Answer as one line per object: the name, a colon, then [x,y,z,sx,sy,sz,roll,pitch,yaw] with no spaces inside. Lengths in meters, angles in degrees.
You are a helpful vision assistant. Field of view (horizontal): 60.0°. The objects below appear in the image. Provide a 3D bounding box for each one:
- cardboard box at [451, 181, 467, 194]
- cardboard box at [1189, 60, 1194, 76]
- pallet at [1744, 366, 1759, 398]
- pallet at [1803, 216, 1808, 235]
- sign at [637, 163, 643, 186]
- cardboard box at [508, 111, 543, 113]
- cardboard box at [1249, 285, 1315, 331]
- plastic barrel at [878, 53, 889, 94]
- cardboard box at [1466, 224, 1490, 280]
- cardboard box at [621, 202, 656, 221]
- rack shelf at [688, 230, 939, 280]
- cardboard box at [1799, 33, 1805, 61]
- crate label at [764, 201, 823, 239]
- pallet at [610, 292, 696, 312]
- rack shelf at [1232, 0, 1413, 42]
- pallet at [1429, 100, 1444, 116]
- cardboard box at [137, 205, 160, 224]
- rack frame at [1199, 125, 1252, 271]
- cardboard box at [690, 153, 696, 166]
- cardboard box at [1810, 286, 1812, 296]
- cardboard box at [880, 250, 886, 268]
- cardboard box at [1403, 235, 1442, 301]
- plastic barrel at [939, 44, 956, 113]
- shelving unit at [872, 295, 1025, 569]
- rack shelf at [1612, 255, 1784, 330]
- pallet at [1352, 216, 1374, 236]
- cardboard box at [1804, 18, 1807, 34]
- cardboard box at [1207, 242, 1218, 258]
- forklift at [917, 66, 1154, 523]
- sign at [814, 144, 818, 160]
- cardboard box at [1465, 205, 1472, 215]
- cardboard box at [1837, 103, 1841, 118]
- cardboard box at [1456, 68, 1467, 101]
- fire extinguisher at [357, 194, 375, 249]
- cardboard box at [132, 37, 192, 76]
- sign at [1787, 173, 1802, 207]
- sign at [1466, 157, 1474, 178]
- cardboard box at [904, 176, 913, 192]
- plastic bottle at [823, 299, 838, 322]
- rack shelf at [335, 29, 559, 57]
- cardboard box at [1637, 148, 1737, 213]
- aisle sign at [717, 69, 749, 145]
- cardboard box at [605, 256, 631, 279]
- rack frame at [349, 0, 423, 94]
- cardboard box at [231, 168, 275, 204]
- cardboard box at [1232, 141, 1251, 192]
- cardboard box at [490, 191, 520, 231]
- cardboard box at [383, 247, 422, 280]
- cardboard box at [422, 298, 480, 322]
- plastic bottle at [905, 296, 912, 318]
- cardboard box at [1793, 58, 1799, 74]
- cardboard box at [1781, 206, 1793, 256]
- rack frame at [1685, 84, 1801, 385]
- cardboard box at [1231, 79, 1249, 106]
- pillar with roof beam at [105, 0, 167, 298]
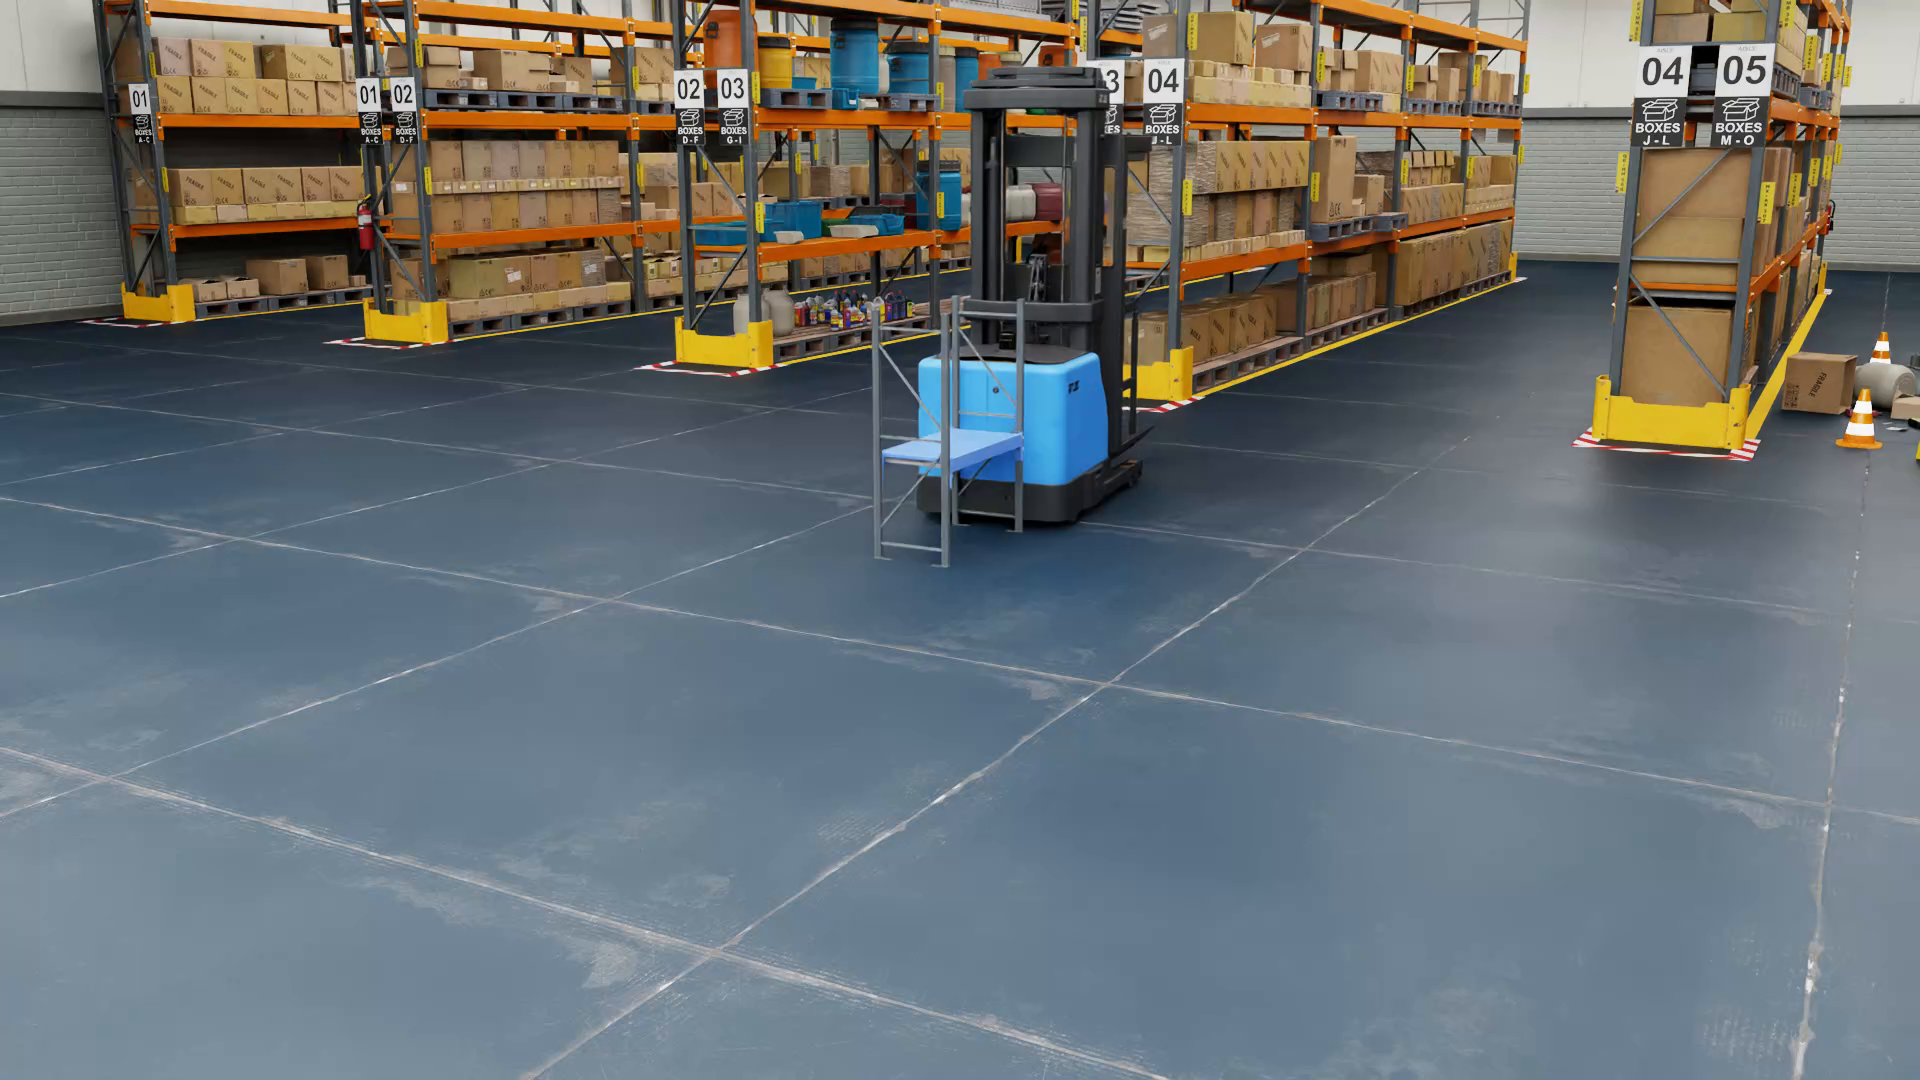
cardboard box: [-6.495,-4.480,21.120,0.380,0.149,0.250,7,15,27]
cardboard box: [2.007,-4.492,15.835,0.380,0.149,0.250,7,15,28]
pallet: [7.462,-1.618,16.793,1.003,0.211,1.213,7,15,28]
pallet: [10.083,-4.006,21.160,1.213,0.211,1.003,7,15,28]
sign: [-4.578,-5.223,23.782,0.100,0.325,0.005,7,15,28]
cardboard box: [-7.581,-7.454,28.799,0.500,0.311,0.500,7,15,28]
cardboard box: [3.921,-2.825,20.248,0.700,0.500,0.500,6,15,24]
plastic barrel: [-1.111,-5.915,21.134,0.421,0.512,0.421,0,14,0]
cardboard box: [8.297,-4.827,27.792,0.875,0.875,0.875,7,15,28]
cardboard box: [-4.865,-4.859,24.610,0.500,0.250,0.500,9,16,32]
rack shelf: [-1.698,-3.504,20.204,1.077,0.370,4.000,7,15,28]
cardboard box: [7.885,-4.773,16.108,0.500,0.250,0.500,7,15,27]
crate label: [-2.011,-3.869,20.107,0.502,0.435,0.616,7,15,28]
pallet: [-4.743,-3.626,25.125,1.003,0.211,1.213,7,15,28]
rack shelf: [4.572,-6.486,20.624,1.077,0.370,4.000,7,15,28]
pallet: [6.342,-6.258,24.095,1.003,0.211,1.213,8,16,31]
cardboard box: [-11.281,-4.621,23.578,0.500,0.250,0.500,8,16,29]
rack frame: [5.070,-6.726,32.034,1.000,3.000,0.127,7,15,28]
cardboard box: [-5.538,-7.471,32.631,0.500,0.250,0.500,8,16,29]
cardboard box: [12.351,-3.673,24.555,0.380,0.149,0.250,8,16,30]
cardboard box: [-1.674,-5.129,29.804,0.500,0.500,0.500,8,16,29]
cardboard box: [6.328,-4.016,24.430,1.225,0.875,0.875,7,15,28]
plastic barrel: [-0.359,-6.229,22.503,0.600,0.901,0.600,0,14,0]
shelving unit: [-0.055,-0.694,10.214,0.538,1.500,1.048,7,15,26]
rack shelf: [6.931,-2.360,15.459,1.077,0.370,4.000,7,15,28]
pallet: [4.618,-4.020,21.217,1.003,0.211,1.213,7,15,28]
cardboard box: [8.000,-4.986,16.139,0.380,0.149,0.250,7,15,28]
cardboard box: [2.392,-2.944,16.882,0.380,0.149,0.250,7,15,28]
forklift: [0.713,-1.839,11.908,1.130,2.935,3.031,5,14,20]
sign: [-3.134,-8.462,36.259,0.100,0.325,0.005,7,15,28]
cardboard box: [7.907,-5.245,26.427,0.380,0.149,0.250,7,15,28]
cardboard box: [13.711,-6.844,26.444,0.500,0.250,0.500,7,15,27]
cardboard box: [7.798,-7.271,26.572,0.700,0.500,0.500,6,15,25]
fire extinguisher: [-7.462,-3.996,20.875,0.296,0.674,0.183,7,15,28]
cardboard box: [-10.938,-6.620,22.804,0.500,0.500,0.500,6,15,24]
sign: [8.385,-3.517,16.707,0.100,0.325,0.005,7,15,28]
sign: [7.952,-5.809,25.929,0.100,0.325,0.005,7,15,28]
cardboard box: [-0.713,-6.590,31.255,0.500,0.500,0.500,8,16,30]
plastic bottle: [-1.639,-2.898,21.027,0.152,0.276,0.135,7,15,28]
rack shelf: [-8.436,-8.169,27.608,1.077,0.370,4.000,7,15,28]
cardboard box: [6.363,-3.093,14.338,0.875,0.550,0.550,7,15,28]
aisle sign: [-2.443,-4.660,17.914,0.394,0.787,0.004,7,15,28]
cardboard box: [-5.120,-4.082,24.839,0.500,0.311,0.500,7,15,28]
rack frame: [-6.999,-6.922,20.046,1.000,3.000,0.127,7,15,28]
cardboard box: [-10.340,-5.137,24.119,0.500,0.500,0.500,7,15,26]
cardboard box: [2.664,-3.848,17.115,0.500,0.500,0.500,7,15,28]
cardboard box: [-6.267,-4.358,21.997,0.700,0.500,0.500,7,15,28]
cardboard box: [-9.062,-4.538,27.353,0.700,0.500,0.500,8,16,30]
cardboard box: [-6.545,-2.958,21.374,0.500,0.250,0.500,7,15,28]
plastic bottle: [-0.675,-3.022,21.524,0.061,0.283,0.133,8,16,31]
cardboard box: [7.633,-4.441,15.581,0.380,0.149,0.250,7,15,28]
cardboard box: [8.388,-3.247,17.386,0.500,0.500,0.500,8,15,29]
rack frame: [7.898,-3.120,17.077,1.000,3.000,0.127,7,15,28]
cardboard box: [2.617,-4.545,16.906,0.500,0.250,0.500,7,15,28]
pillar with roof beam: [-7.987,-7.236,21.349,9.100,9.000,0.400,7,15,28]
